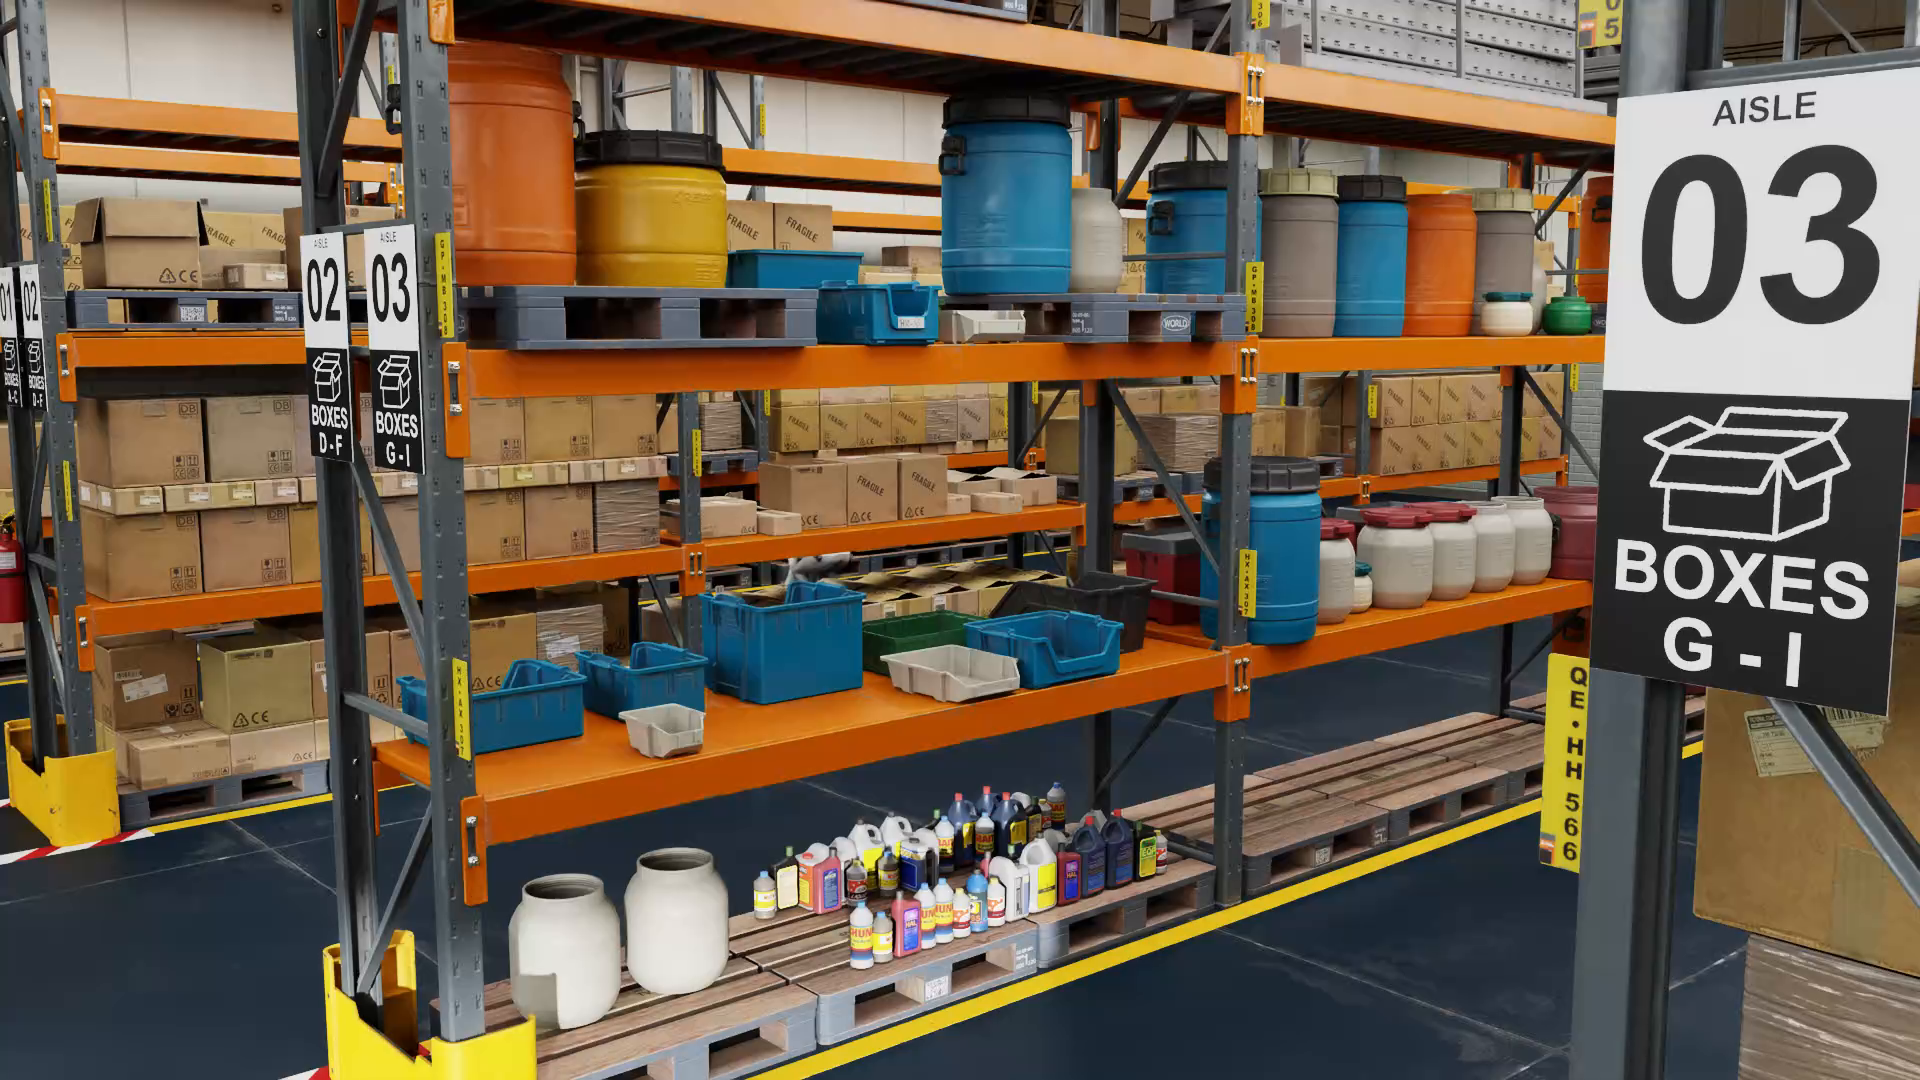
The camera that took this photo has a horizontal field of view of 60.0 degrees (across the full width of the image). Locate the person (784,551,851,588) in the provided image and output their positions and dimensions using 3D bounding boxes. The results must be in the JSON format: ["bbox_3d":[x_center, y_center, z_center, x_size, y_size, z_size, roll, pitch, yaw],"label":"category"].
[{"bbox_3d":[-1.482,0.331,16.760,0.443,0.783,0.910,-7,10,-43],"label":"person"}]
